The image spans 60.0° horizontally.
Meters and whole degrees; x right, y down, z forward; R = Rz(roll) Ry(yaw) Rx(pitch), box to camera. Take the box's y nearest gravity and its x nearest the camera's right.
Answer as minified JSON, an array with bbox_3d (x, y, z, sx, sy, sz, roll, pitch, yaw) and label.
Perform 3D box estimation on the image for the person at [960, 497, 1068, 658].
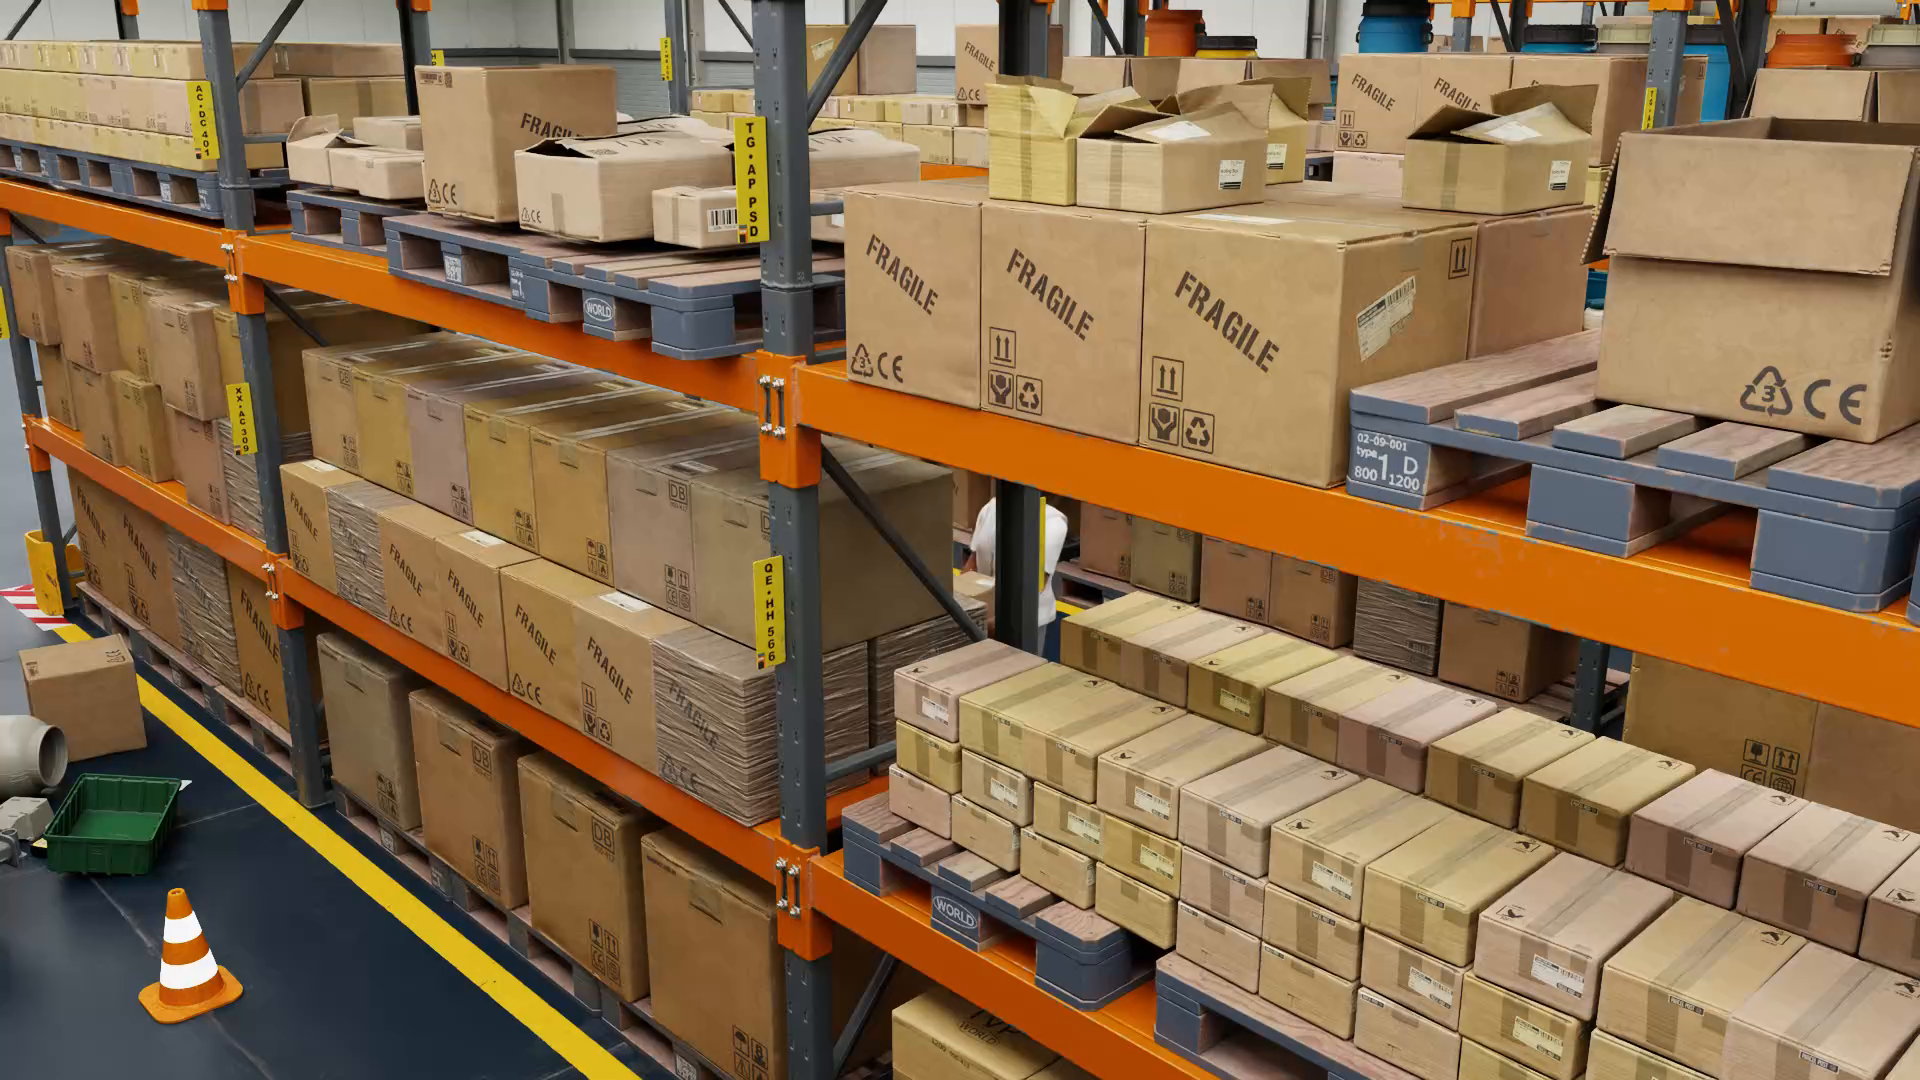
[{"bbox_3d":[0.196,0.413,8.171,0.567,1.769,0.528,-16,23,-41],"label":"person"}]
